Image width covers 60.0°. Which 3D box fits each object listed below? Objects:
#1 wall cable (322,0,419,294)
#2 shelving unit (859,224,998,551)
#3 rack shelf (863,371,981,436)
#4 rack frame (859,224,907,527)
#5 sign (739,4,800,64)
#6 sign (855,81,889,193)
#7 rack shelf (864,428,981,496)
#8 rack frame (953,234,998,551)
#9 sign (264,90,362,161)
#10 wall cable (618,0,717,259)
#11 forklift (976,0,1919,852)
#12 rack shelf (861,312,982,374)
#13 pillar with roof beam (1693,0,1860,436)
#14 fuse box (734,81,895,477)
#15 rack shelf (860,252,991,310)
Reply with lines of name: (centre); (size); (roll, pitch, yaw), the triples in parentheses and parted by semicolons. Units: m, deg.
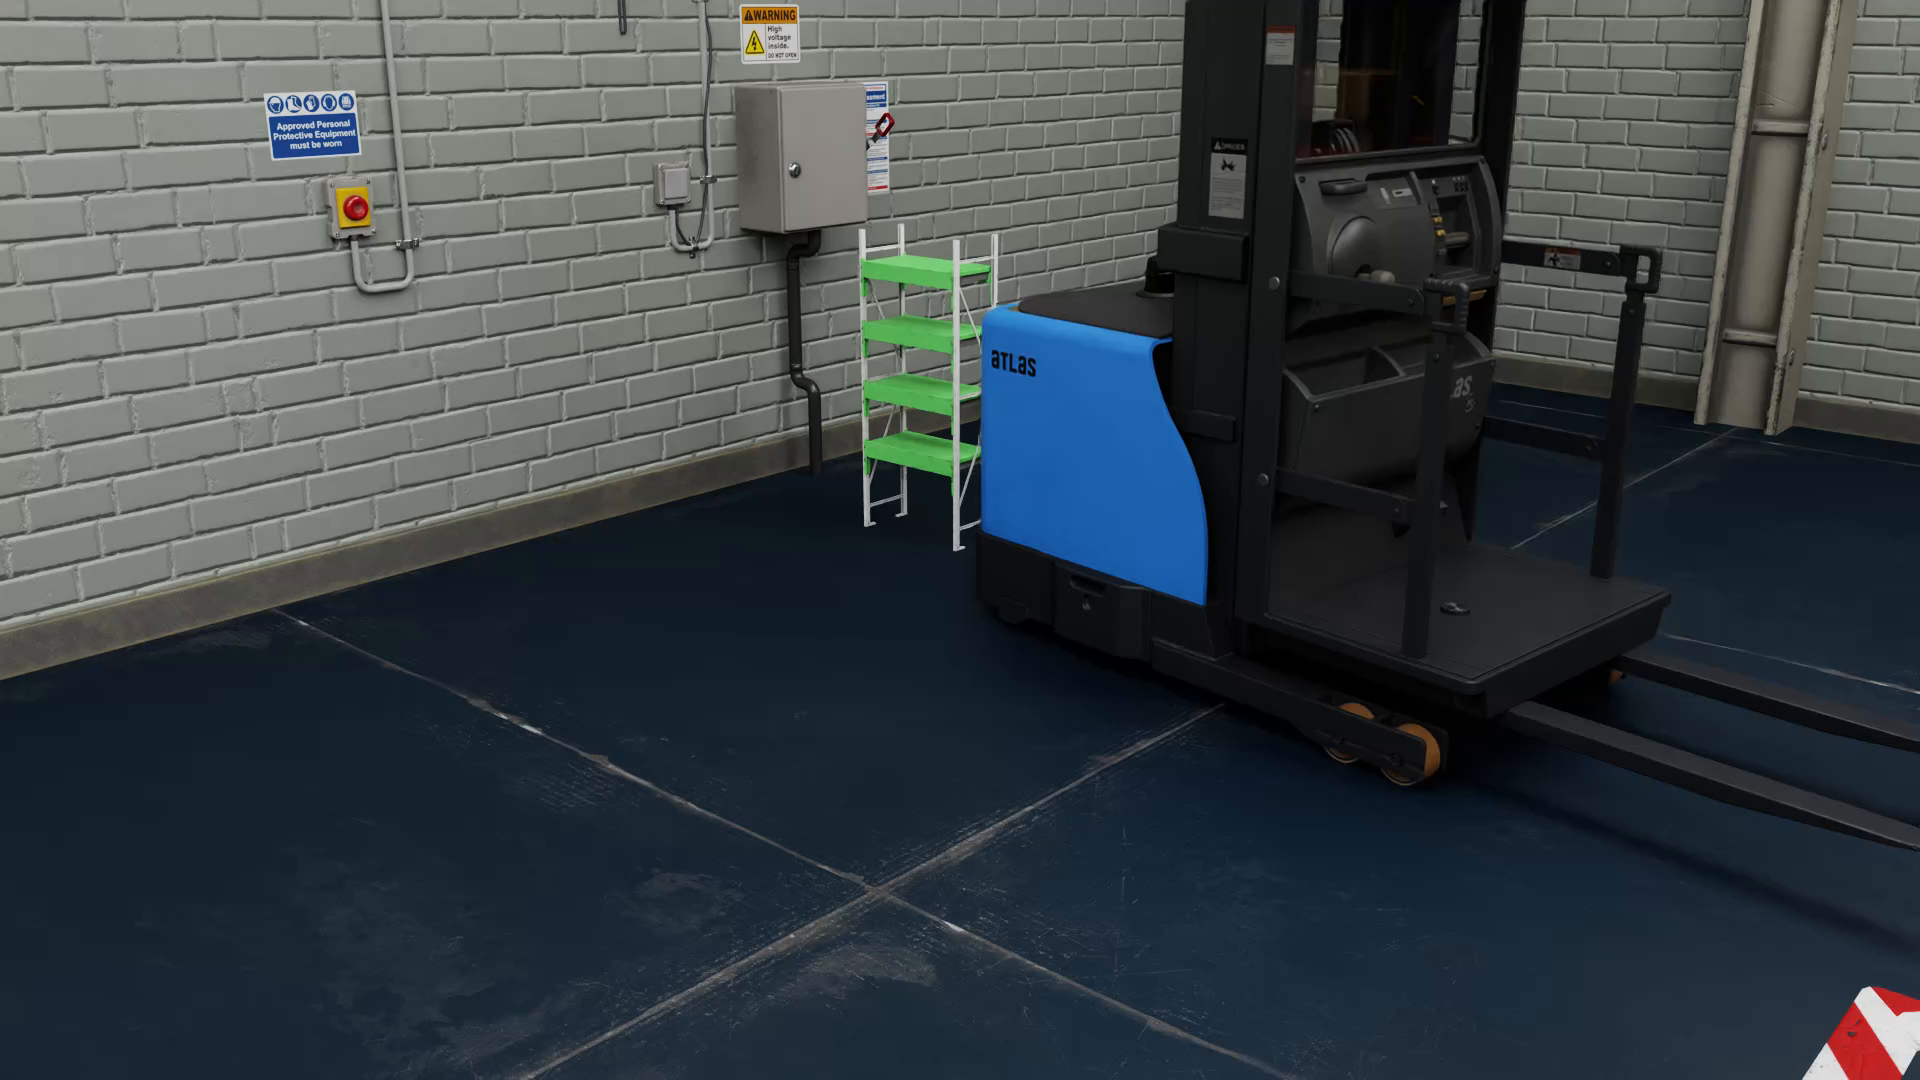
wall cable: (-2.116, -1.778, 5.524); (0.123, 1.953, 0.585); (15, 23, 39)
shelving unit: (-0.124, -0.605, 6.535); (0.503, 1.200, 0.258); (15, 23, 39)
rack shelf: (-0.124, -0.544, 6.554); (0.480, 0.148, 0.258); (15, 23, 39)
rack frame: (-0.306, -0.654, 6.689); (0.015, 1.200, 0.240); (15, 23, 39)
sign: (-0.804, -2.147, 7.054); (0.001, 0.242, 0.339); (15, 23, 39)
sign: (-0.439, -1.833, 7.585); (0.001, 0.494, 0.329); (15, 23, 39)
rack shelf: (-0.124, -0.315, 6.627); (0.480, 0.148, 0.258); (15, 23, 39)
rack frame: (0.059, -0.556, 6.381); (0.015, 1.200, 0.240); (15, 23, 39)
sign: (-2.193, -1.409, 5.645); (0.001, 0.218, 0.327); (15, 23, 39)
wall cable: (-1.183, -2.086, 6.547); (0.122, 1.984, 0.588); (15, 23, 39)
forklift: (1.407, -0.903, 4.612); (1.130, 2.935, 3.031); (-15, 23, -39)
rack shelf: (-0.124, -0.773, 6.482); (0.480, 0.148, 0.258); (15, 23, 39)
pillar with roof beam: (1.133, -3.906, 4.044); (0.400, 9.000, 9.100); (15, 23, 39)
fuse box: (-0.612, -1.111, 7.282); (0.414, 1.711, 0.539); (15, 23, 39)
rack shelf: (-0.124, -1.002, 6.409); (0.480, 0.148, 0.258); (15, 23, 39)
